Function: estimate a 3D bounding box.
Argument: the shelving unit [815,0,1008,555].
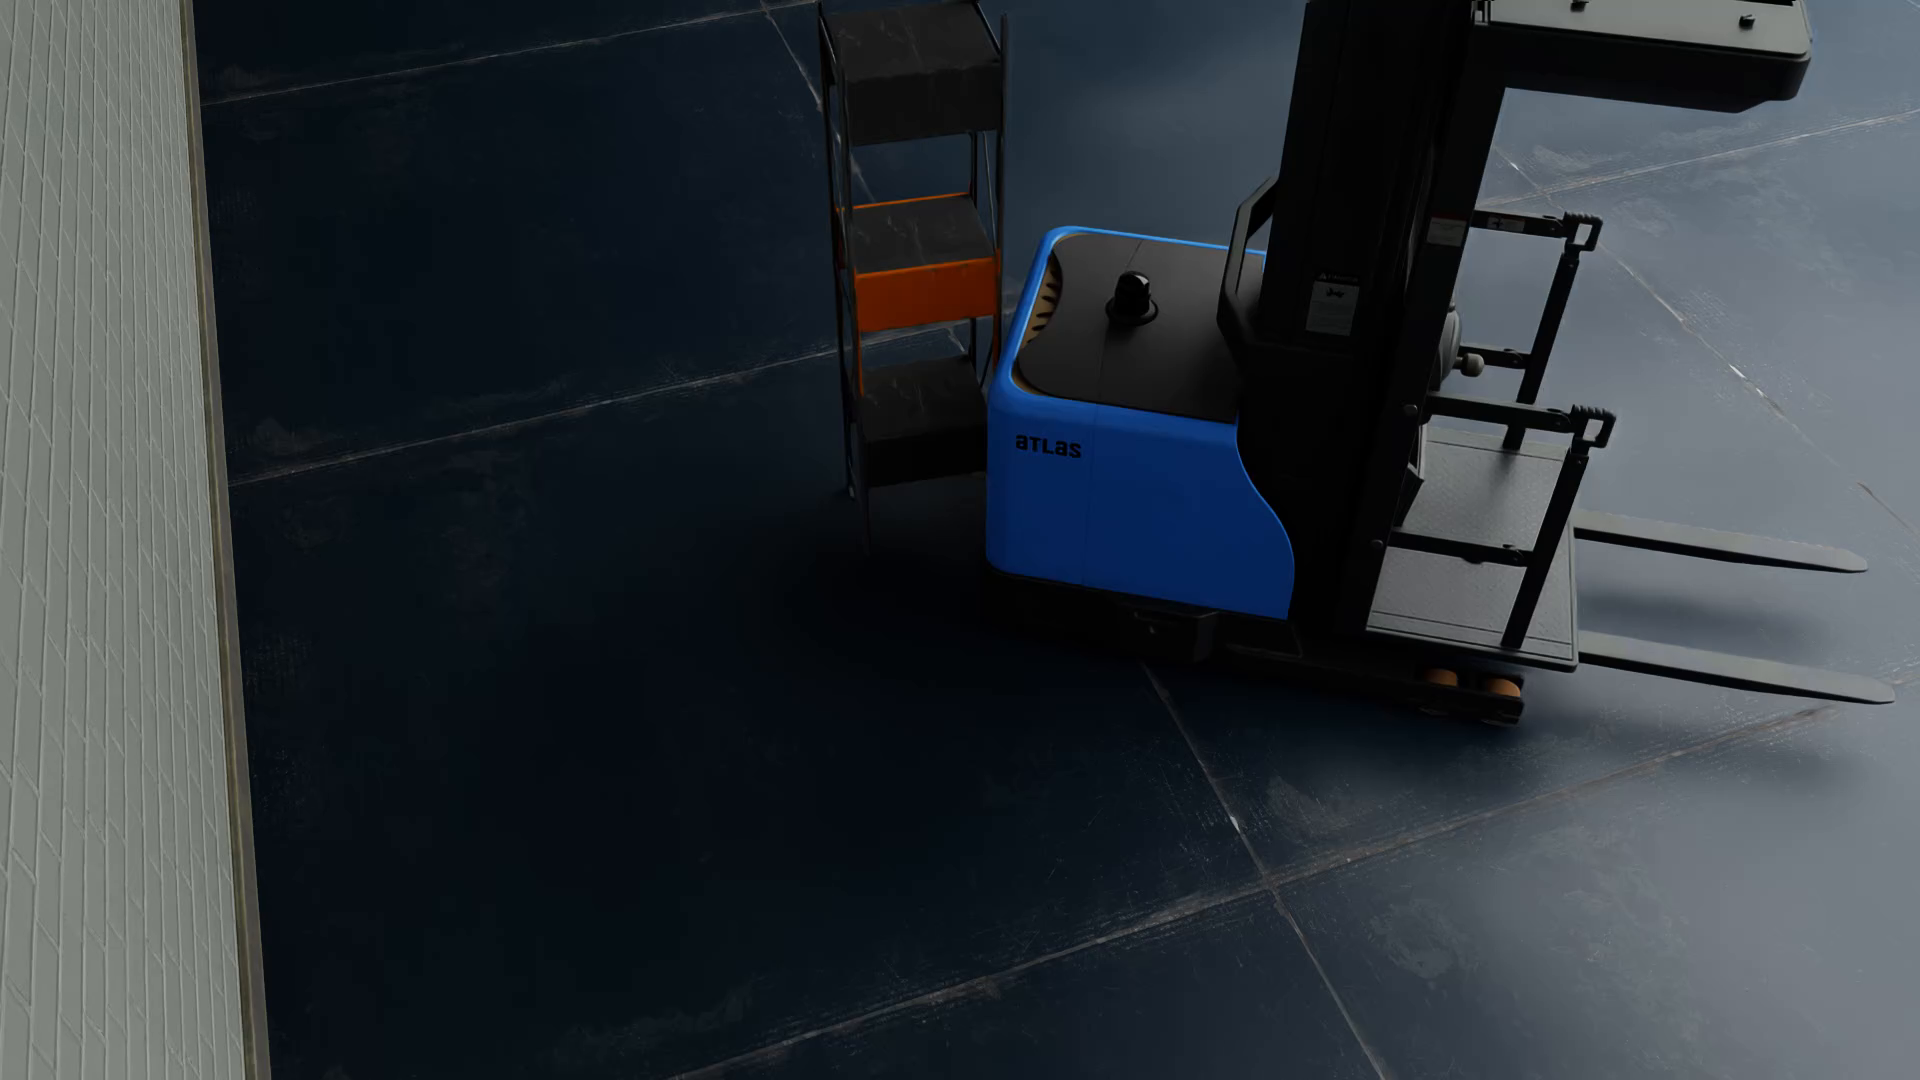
[{"bbox_3d":[-0.150,-0.862,5.627,0.503,2.100,0.431,-9,46,-9],"label":"shelving unit"}]

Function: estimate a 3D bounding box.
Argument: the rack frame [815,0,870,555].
[{"bbox_3d":[-0.387,-0.824,5.589,0.015,2.100,0.400,-9,46,-9],"label":"rack frame"}]

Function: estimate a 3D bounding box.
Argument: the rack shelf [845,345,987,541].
[{"bbox_3d":[-0.150,-0.359,6.132,0.480,0.518,0.431,-9,46,-9],"label":"rack shelf"}]

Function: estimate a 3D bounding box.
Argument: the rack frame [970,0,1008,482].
[{"bbox_3d":[0.088,-0.901,5.665,0.015,2.100,0.400,-9,46,-9],"label":"rack frame"}]

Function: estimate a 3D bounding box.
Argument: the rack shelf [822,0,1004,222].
[{"bbox_3d":[-0.150,-1.347,5.141,0.480,0.518,0.431,-9,46,-9],"label":"rack shelf"}]

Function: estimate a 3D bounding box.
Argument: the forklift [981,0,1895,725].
[{"bbox_3d":[1.647,-0.826,5.004,3.031,2.935,1.130,9,46,9],"label":"forklift"}]

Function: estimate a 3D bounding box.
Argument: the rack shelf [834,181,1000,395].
[{"bbox_3d":[-0.150,-0.853,5.637,0.480,0.518,0.431,-9,46,-9],"label":"rack shelf"}]
